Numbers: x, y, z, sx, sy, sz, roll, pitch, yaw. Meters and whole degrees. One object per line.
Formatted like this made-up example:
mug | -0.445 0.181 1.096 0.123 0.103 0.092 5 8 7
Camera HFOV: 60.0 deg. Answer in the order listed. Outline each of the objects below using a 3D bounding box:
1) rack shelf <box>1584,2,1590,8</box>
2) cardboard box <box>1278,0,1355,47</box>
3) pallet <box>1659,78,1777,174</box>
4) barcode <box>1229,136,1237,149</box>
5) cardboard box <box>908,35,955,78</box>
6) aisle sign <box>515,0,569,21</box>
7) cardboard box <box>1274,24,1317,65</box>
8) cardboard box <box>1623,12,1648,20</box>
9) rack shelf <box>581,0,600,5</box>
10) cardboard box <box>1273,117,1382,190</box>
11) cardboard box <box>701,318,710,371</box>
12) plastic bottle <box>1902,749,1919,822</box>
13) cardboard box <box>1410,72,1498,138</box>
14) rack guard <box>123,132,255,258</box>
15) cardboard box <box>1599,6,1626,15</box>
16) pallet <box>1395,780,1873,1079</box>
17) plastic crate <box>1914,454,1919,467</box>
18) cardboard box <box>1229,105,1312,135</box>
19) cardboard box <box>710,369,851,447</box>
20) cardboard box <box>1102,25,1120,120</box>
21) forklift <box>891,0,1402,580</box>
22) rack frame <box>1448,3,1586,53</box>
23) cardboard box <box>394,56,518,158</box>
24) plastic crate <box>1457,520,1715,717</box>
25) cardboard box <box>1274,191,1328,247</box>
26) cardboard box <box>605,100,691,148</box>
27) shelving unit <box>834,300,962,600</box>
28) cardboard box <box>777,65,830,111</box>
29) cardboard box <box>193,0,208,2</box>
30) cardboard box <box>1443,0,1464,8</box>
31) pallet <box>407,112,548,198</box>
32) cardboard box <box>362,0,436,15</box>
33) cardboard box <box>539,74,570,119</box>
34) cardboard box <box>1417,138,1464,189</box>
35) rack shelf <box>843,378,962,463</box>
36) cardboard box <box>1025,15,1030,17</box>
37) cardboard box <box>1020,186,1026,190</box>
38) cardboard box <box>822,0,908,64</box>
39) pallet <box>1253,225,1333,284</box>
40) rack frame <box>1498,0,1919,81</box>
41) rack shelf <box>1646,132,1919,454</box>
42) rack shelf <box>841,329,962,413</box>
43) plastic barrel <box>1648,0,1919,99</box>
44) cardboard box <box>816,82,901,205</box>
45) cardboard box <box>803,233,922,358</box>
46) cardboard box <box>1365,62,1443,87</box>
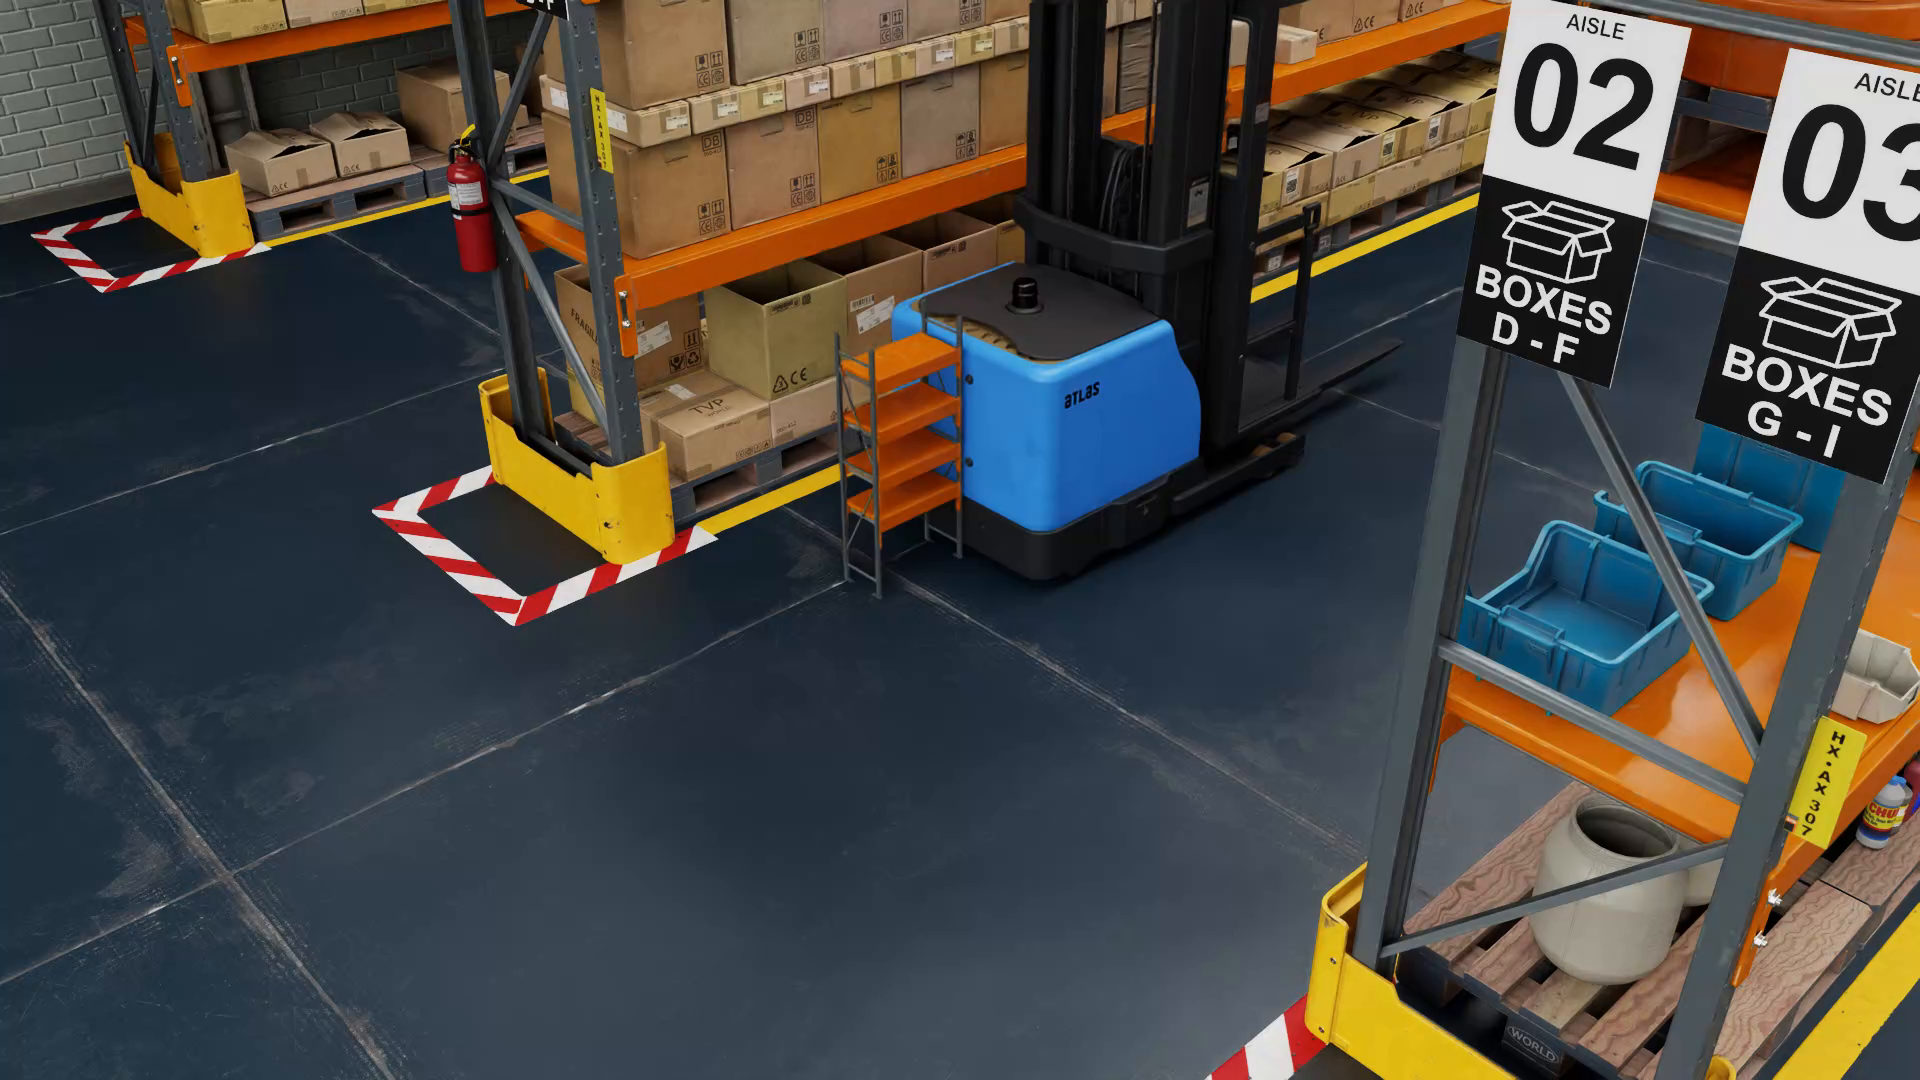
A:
rack shelf | 5.529 -4.686 13.227 4.000 0.370 1.077 -26 40 -35
cardboard box | 2.090 -3.360 10.274 0.500 0.500 0.500 -23 38 -32
pallet | 2.234 -1.005 3.823 1.213 0.211 1.003 -26 40 -35
barcode | 1.599 -2.326 9.733 0.075 0.075 0.001 -26 40 -35
cardboard box | -0.242 -2.367 8.027 0.250 0.149 0.380 -25 40 -35
aisle sign | -1.644 -2.414 6.331 0.004 0.787 0.394 -26 40 -35
cardboard box | 1.918 -2.993 10.011 0.250 0.149 0.380 -26 40 -35
cardboard box | 5.342 -3.820 13.097 0.500 0.500 0.500 -26 40 -36
rack shelf | -0.337 -3.128 7.804 4.000 0.370 1.077 -26 40 -35
cardboard box | 2.351 -2.521 10.692 0.500 0.311 0.500 -27 41 -37
cardboard box | -1.253 -0.937 8.640 0.500 0.250 0.500 -26 40 -35
plastic bottle | 3.281 0.825 5.708 0.133 0.283 0.061 -25 39 -35
cardboard box | 3.469 -3.062 11.577 0.500 0.311 0.500 -27 40 -36
rack guard | -5.119 -2.300 11.032 0.348 0.500 1.175 -26 40 -35
cardboard box | 4.968 -4.009 13.406 0.500 0.500 0.500 -27 41 -37
pallet | 2.184 1.309 5.407 1.213 0.211 1.003 -26 40 -35
plastic crate | 3.307 -0.504 5.902 0.662 0.188 0.450 -26 40 -35
cardboard box | 1.976 -2.726 11.028 0.500 0.311 0.500 -26 40 -36
cardboard box | -0.895 -0.736 8.311 0.500 0.250 0.500 -26 40 -35
cardboard box | 0.426 -2.558 8.962 0.500 0.500 0.700 -26 40 -36
forklift | 1.094 -1.730 7.770 3.031 2.935 1.130 -26 40 -36
rack frame | 4.062 -4.283 11.879 0.127 3.000 1.000 -26 40 -35
cardboard box | -3.616 -3.115 11.943 0.700 0.500 0.500 26 40 36
plastic crate | 1.725 0.222 4.654 0.616 0.251 0.499 -26 40 -35
cardboard box | 1.969 -2.100 10.541 0.500 0.250 0.500 -25 39 -34
cardboard box | -1.370 -1.822 7.136 0.250 0.149 0.380 -26 40 -36
shelving unit | -0.255 -0.384 7.228 0.503 1.200 0.258 -26 40 -36
cardboard box | -0.808 -2.093 7.580 0.250 0.149 0.380 -27 40 -36
cardboard box | -4.620 -3.658 10.263 0.500 0.500 0.500 -26 40 -35
cardboard box | 3.166 -3.702 11.170 0.250 0.149 0.380 -23 38 -32
pallet | -3.605 -2.882 12.260 1.213 0.211 1.003 -26 40 -35
cardboard box | -3.852 -3.703 11.056 0.500 0.250 0.500 -27 40 -36
cardboard box | -1.653 -1.973 7.384 0.250 0.149 0.380 -27 40 -36
cardboard box | 3.096 -2.648 11.438 0.500 0.250 0.500 -25 39 -34
rack shelf | -0.255 -0.518 7.147 0.480 0.148 0.258 -26 40 -36
cardboard box | 0.328 -2.645 8.483 0.250 0.149 0.380 -26 40 -36
cardboard box | 0.563 -1.769 9.283 0.500 0.500 0.500 -26 40 -35
cardboard box | -0.663 -2.589 7.769 0.500 0.500 0.700 -26 40 -35
pallet | 1.643 -1.951 10.738 1.213 0.211 1.003 -26 40 -35
rack frame | 1.561 -2.109 2.573 0.127 3.000 1.000 -26 40 -35
rack shelf | 3.028 -1.232 4.703 4.000 0.370 1.077 -26 40 -35
rack shelf | -0.255 -0.719 7.023 0.480 0.148 0.258 -26 40 -36
plastic barrel | 1.831 -1.412 3.495 0.708 0.830 0.600 -26 40 -35
cardboard box | -0.703 -2.011 8.067 0.500 0.500 0.700 -26 40 -35
cardboard box | -0.536 -1.237 8.412 0.500 0.500 0.500 -26 40 -35
cardboard box | 3.099 -3.266 11.911 0.500 0.311 0.500 -27 40 -37
